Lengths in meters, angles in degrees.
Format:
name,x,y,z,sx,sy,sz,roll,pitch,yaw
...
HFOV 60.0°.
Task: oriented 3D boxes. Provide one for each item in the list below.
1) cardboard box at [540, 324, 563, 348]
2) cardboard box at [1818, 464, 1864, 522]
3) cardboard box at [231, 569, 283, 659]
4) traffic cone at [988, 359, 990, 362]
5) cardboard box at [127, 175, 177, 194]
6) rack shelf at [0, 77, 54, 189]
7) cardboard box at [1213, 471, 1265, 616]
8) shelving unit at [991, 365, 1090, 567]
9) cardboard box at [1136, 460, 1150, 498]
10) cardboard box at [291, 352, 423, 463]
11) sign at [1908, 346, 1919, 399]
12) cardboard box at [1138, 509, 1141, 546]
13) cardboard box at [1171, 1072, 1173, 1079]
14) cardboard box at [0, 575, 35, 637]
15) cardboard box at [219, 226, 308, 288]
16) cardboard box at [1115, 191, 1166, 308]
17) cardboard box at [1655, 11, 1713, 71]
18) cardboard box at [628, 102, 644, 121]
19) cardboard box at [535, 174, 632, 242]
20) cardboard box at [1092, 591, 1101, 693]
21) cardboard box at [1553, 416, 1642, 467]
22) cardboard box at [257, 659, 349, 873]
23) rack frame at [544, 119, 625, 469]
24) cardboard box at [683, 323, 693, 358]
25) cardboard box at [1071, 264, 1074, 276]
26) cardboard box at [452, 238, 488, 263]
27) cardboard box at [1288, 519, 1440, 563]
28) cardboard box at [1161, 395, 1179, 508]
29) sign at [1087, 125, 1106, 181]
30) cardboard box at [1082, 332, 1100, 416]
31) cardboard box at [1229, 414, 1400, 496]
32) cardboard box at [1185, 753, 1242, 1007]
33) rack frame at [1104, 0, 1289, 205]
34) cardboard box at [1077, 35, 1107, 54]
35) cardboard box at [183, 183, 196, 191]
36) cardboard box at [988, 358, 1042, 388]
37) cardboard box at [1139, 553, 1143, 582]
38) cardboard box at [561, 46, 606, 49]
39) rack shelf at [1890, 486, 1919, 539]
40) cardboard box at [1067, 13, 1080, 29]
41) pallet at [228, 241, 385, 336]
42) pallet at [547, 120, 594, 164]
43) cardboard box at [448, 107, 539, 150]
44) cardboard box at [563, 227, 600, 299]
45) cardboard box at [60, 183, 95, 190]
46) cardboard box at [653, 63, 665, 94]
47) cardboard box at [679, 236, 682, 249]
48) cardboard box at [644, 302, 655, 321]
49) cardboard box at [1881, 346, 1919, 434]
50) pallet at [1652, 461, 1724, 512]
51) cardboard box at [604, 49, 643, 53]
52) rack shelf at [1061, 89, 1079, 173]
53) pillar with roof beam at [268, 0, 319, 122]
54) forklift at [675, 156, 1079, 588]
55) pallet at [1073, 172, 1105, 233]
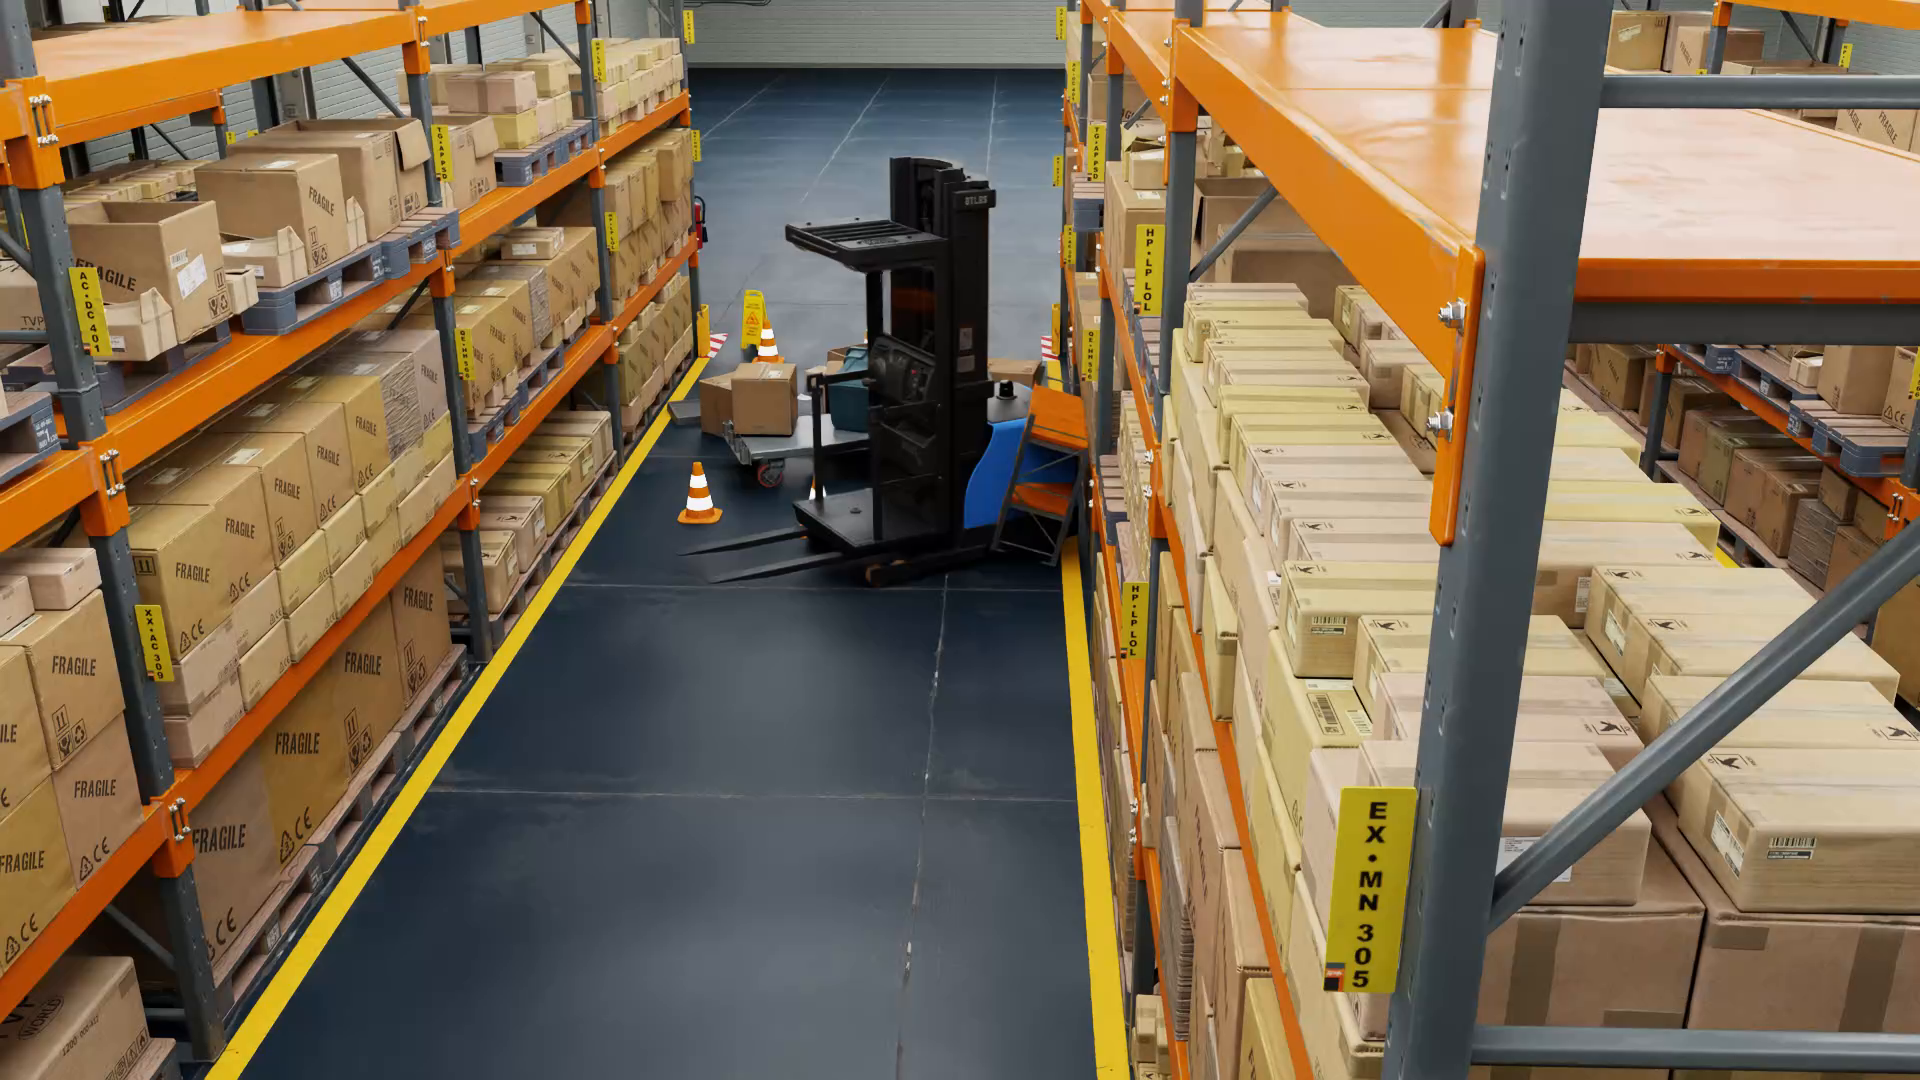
name,x,y,z,sx,sy,sz,roll,pitch,yaw
cardboard box,-3.259,-1.572,12.700,0.380,0.149,0.250,1,21,2
cardboard box,6.307,-0.320,11.517,0.500,0.250,0.500,3,21,8
cardboard box,-3.434,0.334,7.539,0.500,0.250,0.500,1,21,2
traffic cone,0.163,-2.120,17.854,0.336,0.463,0.334,1,21,2
cardboard box,-8.050,-3.537,16.553,0.380,0.149,0.250,1,21,3
rack shelf,-3.778,-0.710,3.967,1.077,0.370,4.000,1,21,2
cardboard box,0.932,0.022,4.194,0.500,0.250,0.500,0,21,-1
shelving unit,0.666,-0.576,12.626,0.538,1.125,1.048,16,27,0
cardboard box,1.110,-0.303,8.607,0.380,0.149,0.250,1,21,3
cardboard box,-3.357,-0.742,9.274,0.500,0.500,0.500,1,21,3
sign,5.767,-1.001,9.971,0.100,0.325,0.005,1,21,2
cardboard box,1.098,-0.068,8.414,0.380,0.149,0.250,1,21,4
cardboard box,0.990,2.029,6.192,0.380,0.149,0.250,0,21,1
cardboard box,-3.525,0.235,5.859,0.380,0.149,0.250,1,21,3
cardboard box,-3.311,-1.347,7.812,0.396,0.266,0.258,2,21,6
cardboard box,1.054,-1.467,8.377,0.500,0.500,0.500,1,21,2
cardboard box,6.759,-4.642,15.458,0.500,0.500,0.500,1,21,2
cardboard box,-3.092,-3.908,15.154,0.380,0.149,0.250,0,21,1
cardboard box,-3.243,-2.859,14.319,0.700,0.500,0.500,0,21,1
cardboard box,1.079,0.636,10.119,0.500,0.500,0.500,0,21,-1
cardboard box,1.497,-0.212,4.247,0.380,0.149,0.250,0,21,1
cardboard box,-3.758,1.085,8.444,0.875,0.875,0.875,1,21,3
rack frame,-3.474,-2.051,14.168,1.000,3.000,0.127,1,21,2
cardboard box,-3.108,-2.107,17.534,0.500,0.250,0.500,1,21,1
cardboard box,1.521,-2.822,15.949,0.875,0.550,0.500,1,21,2
cardboard box,-3.771,-2.174,12.460,0.380,0.149,0.250,2,21,5
cardboard box,0.909,0.066,3.530,0.380,0.149,0.250,0,21,0
cardboard box,0.956,-0.305,5.728,0.500,0.250,0.500,2,21,4
sign,0.801,-2.272,9.768,0.100,0.325,0.005,1,21,2
cardboard box,1.133,-1.160,11.735,0.500,0.500,0.500,0,21,1
cardboard box,0.900,-0.216,4.257,0.380,0.149,0.250,0,21,0
cardboard box,0.913,0.923,4.571,0.500,0.500,0.500,0,21,0
rack frame,1.356,-3.384,9.310,1.000,3.000,0.127,1,21,2
cardboard box,1.178,-4.156,13.972,0.380,0.149,0.250,1,21,1
cardboard box,-8.091,-3.585,17.087,0.380,0.149,0.250,1,21,3
cardboard box,0.499,-1.442,16.049,0.500,0.500,0.500,4,22,11
cardboard box,1.085,0.164,8.227,0.380,0.149,0.250,2,21,4
cardboard box,-3.621,-4.663,15.997,0.380,0.149,0.250,1,21,1
rack shelf,6.249,0.563,8.426,1.077,0.370,4.000,1,21,2
cardboard box,1.262,-5.167,16.579,0.380,0.149,0.250,1,21,2
pallet,-3.593,-1.277,8.289,1.003,0.211,1.213,2,21,4
pallet,-3.599,-3.140,13.087,1.213,0.211,1.003,1,21,2
cardboard box,-3.384,-2.995,12.082,0.500,0.250,0.500,1,21,2
cardboard box,-3.258,-2.263,13.583,0.500,0.500,0.500,0,21,1
cardboard box,-8.613,-3.360,16.096,0.380,0.149,0.250,1,21,2
cardboard box,-3.126,-4.407,15.890,0.500,0.250,0.500,1,21,3
cardboard box,-3.075,-3.057,17.109,0.380,0.149,0.250,0,21,1
cardboard box,-3.103,-2.155,15.724,0.380,0.149,0.250,2,21,5
cardboard box,6.287,-0.934,10.570,0.500,0.500,0.500,-2,21,-5
pallet,6.410,-0.360,13.666,1.003,0.211,1.213,1,21,2
cardboard box,-3.211,-4.566,15.747,0.380,0.149,0.250,0,21,0
rack shelf,1.538,-3.819,15.573,1.077,0.370,4.000,1,21,2
pillar with roof beam,-4.750,-8.228,21.794,9.100,9.000,0.400,1,21,2
forklift,-0.612,-1.238,12.166,3.031,2.935,1.130,-12,24,-28
pallet,1.322,-2.131,10.488,1.213,0.211,1.003,2,21,4
